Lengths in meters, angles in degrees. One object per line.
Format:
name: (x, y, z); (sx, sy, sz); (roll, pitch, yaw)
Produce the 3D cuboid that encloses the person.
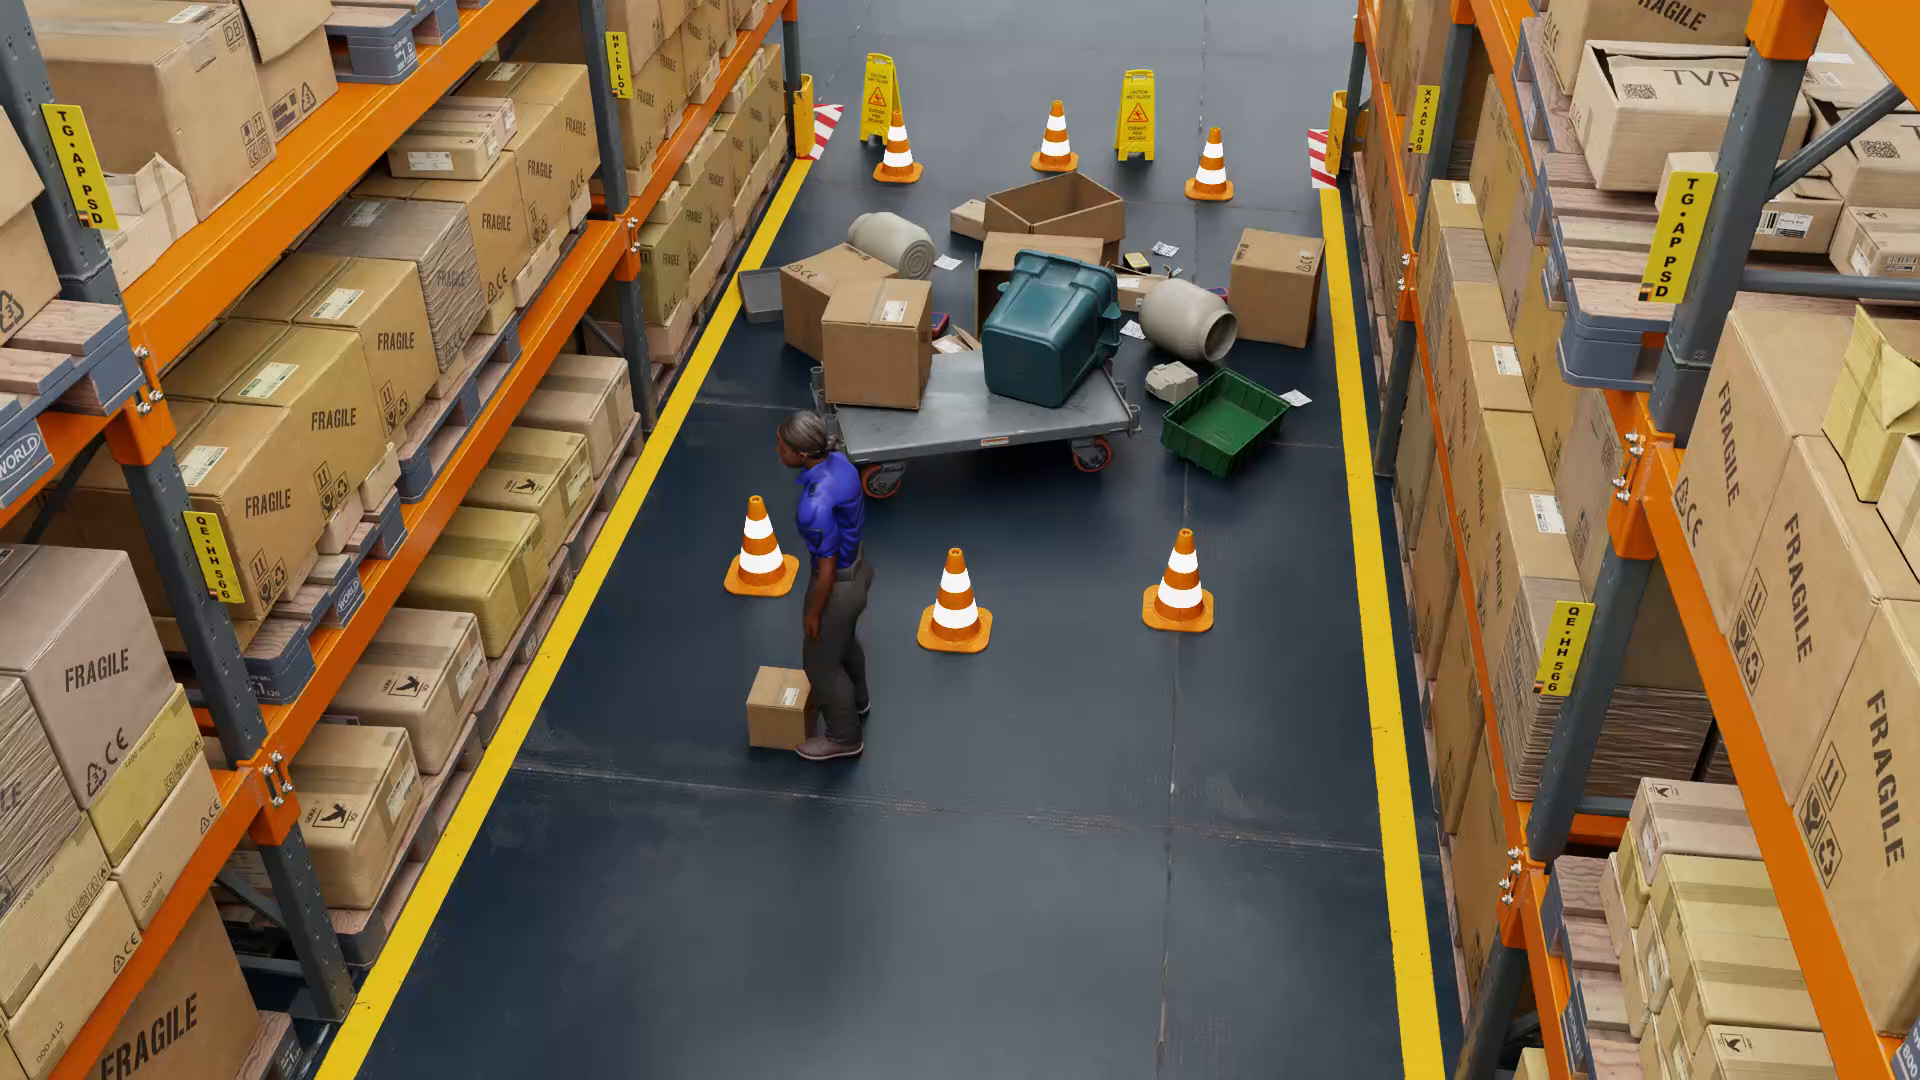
person: (-0.535, 0.176, 6.803); (0.349, 1.654, 0.504); (5, 37, 6)
